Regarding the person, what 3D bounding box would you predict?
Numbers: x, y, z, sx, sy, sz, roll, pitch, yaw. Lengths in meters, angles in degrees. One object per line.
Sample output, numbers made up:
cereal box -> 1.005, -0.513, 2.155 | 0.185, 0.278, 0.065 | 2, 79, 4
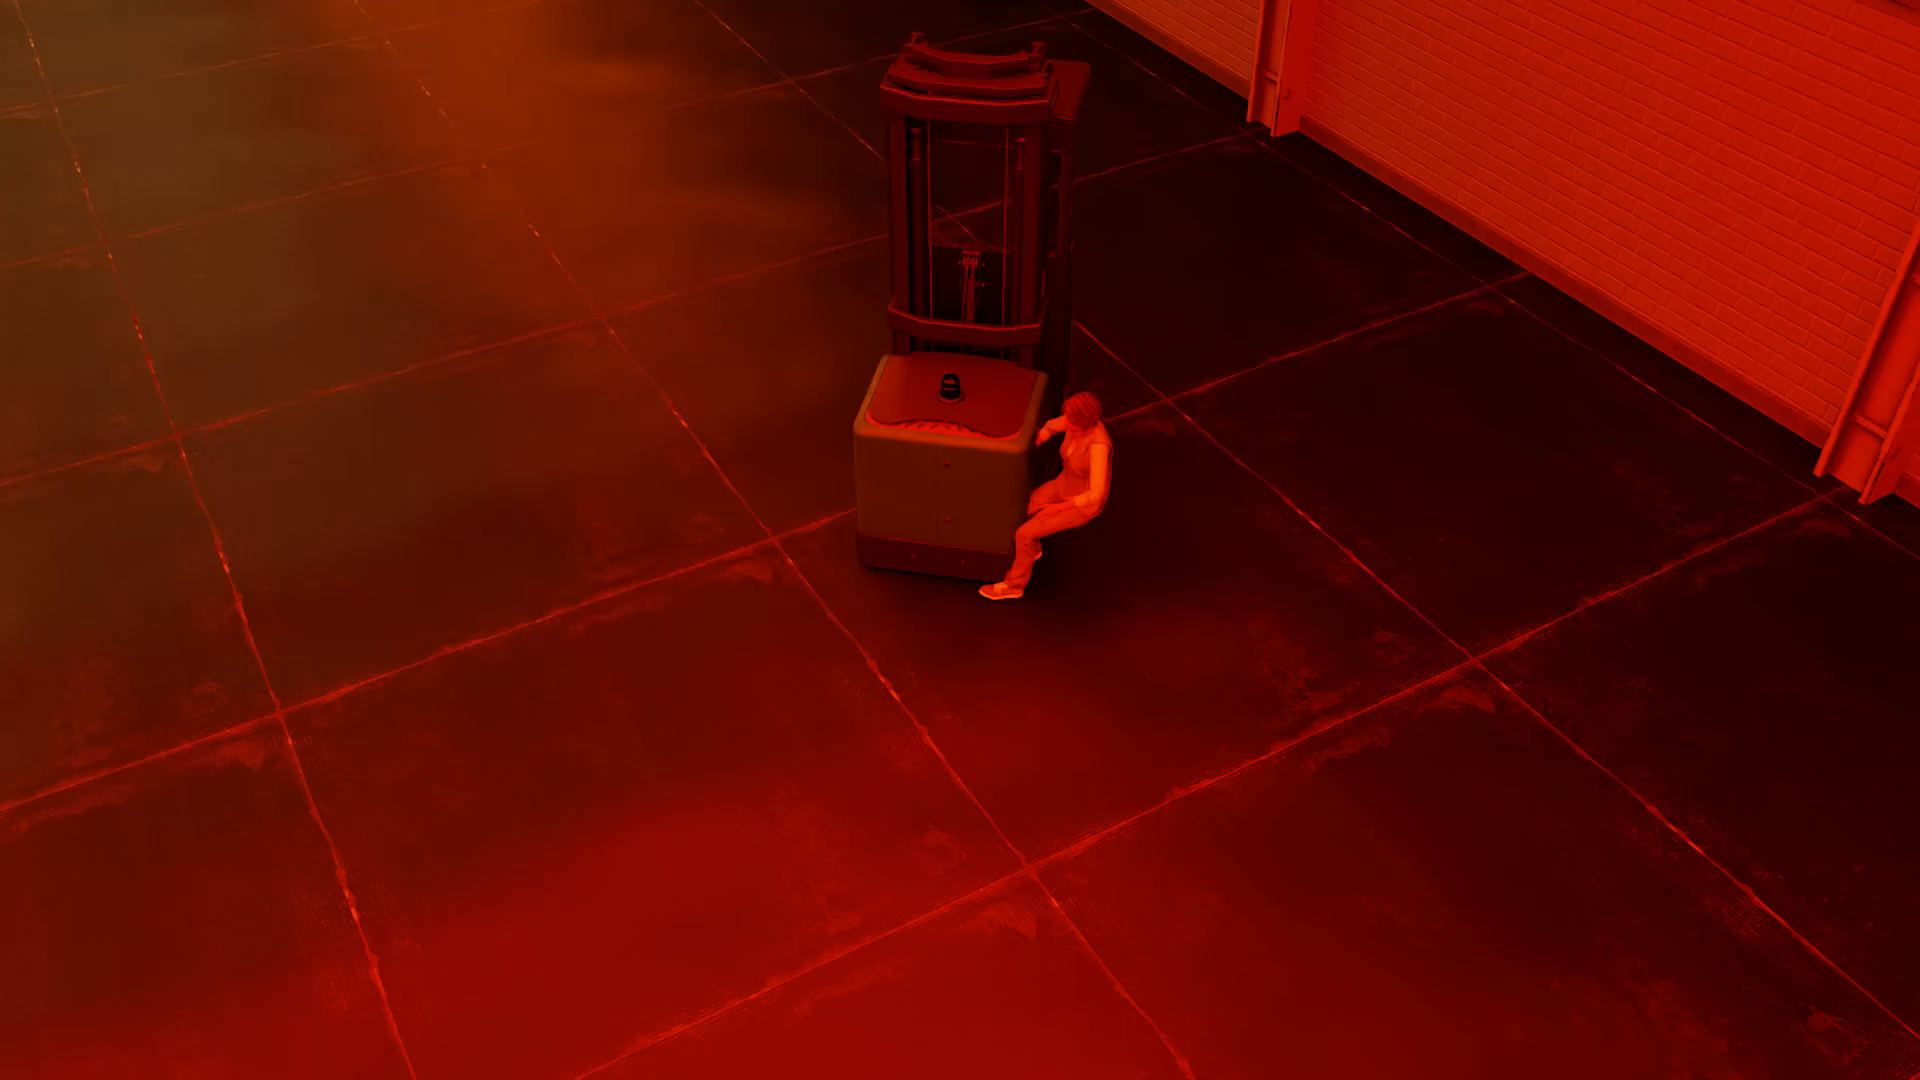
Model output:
person -> 0.489, -0.231, 9.572 | 0.760, 1.394, 0.679 | -18, 43, -21

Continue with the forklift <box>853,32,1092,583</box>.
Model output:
forklift -> 0.163, -1.809, 10.217 | 1.130, 2.935, 3.031 | 7, 40, 9
